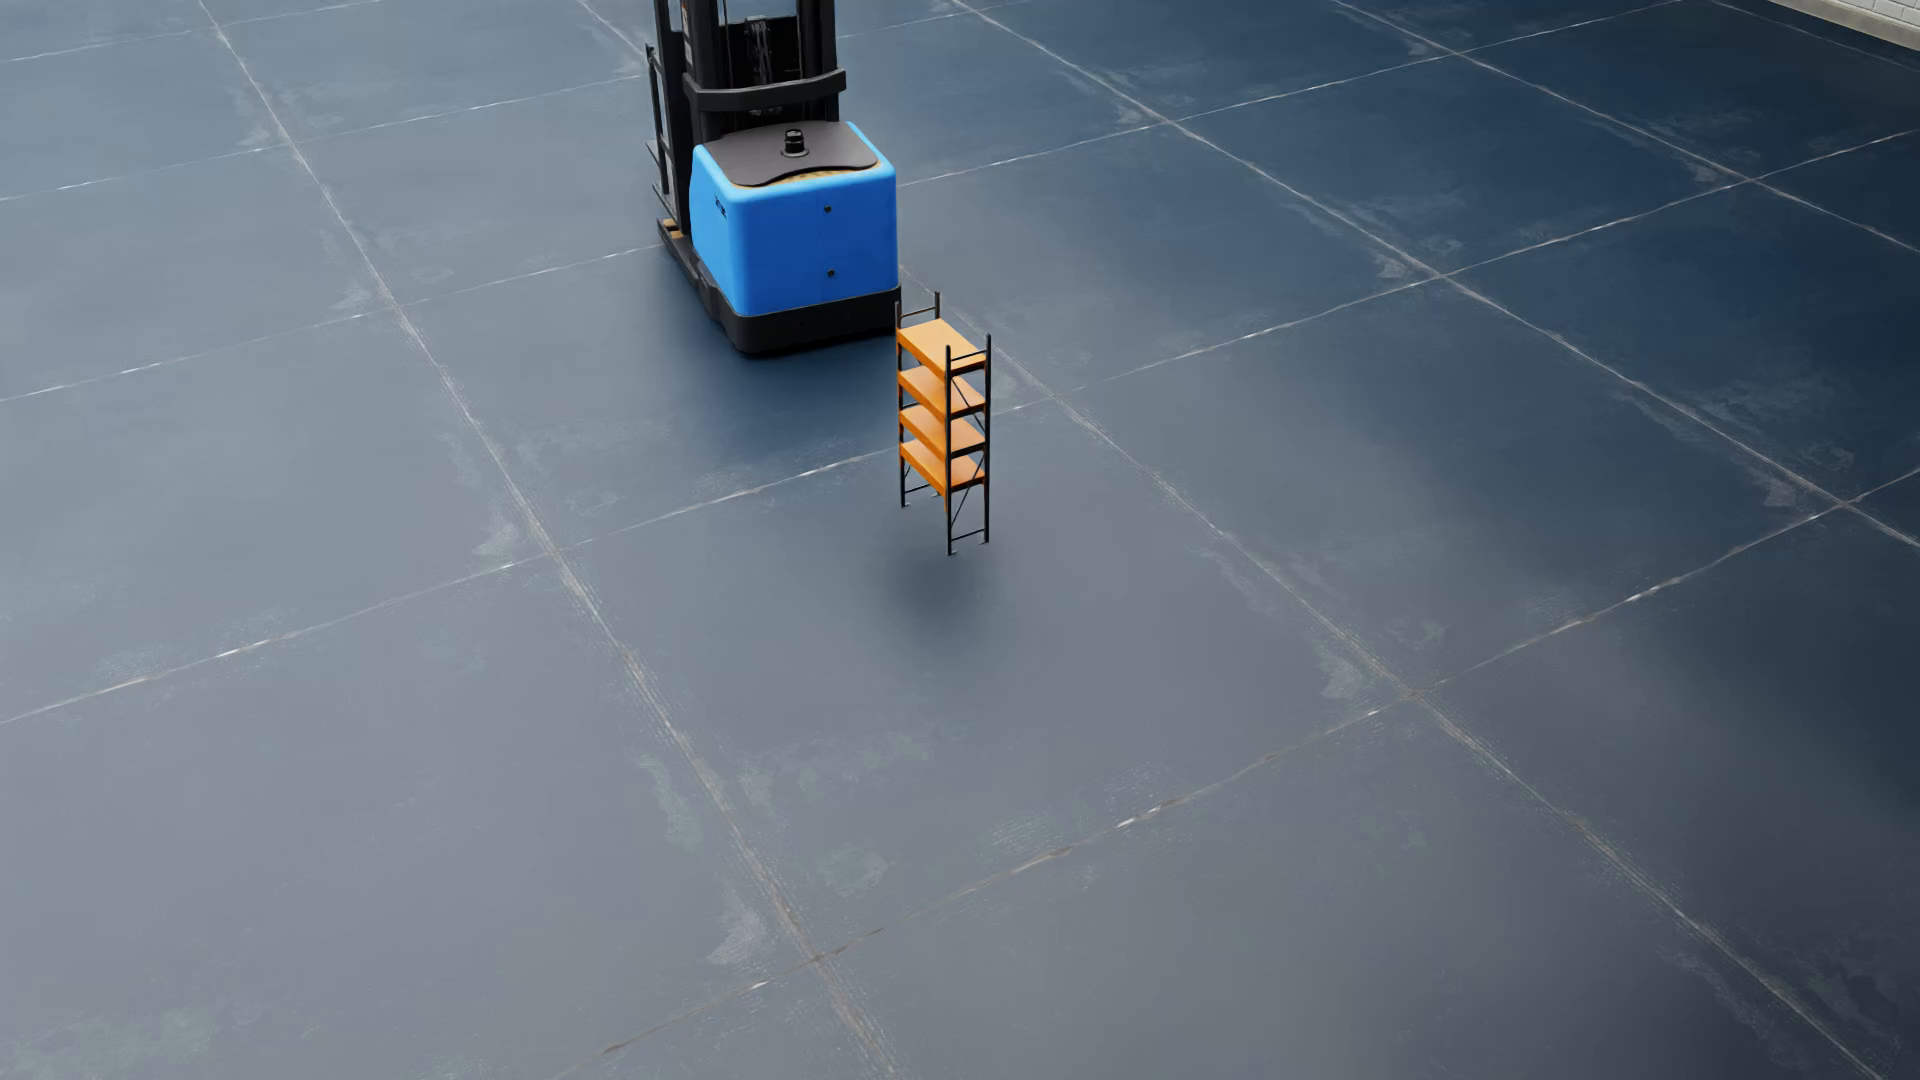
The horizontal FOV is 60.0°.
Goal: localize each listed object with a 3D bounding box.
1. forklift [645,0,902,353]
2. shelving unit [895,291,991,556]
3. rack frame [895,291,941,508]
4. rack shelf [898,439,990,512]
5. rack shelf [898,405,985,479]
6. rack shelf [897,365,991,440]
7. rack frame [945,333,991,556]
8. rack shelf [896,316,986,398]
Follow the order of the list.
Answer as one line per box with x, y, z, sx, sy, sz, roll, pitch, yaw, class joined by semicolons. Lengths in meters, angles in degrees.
-1.389;-3.162;10.322;1.130;2.935;3.031;-14;38;-18;forklift
-0.083;-0.569;8.239;0.258;1.200;0.503;-19;40;-24;shelving unit
-0.206;-0.693;8.409;0.240;1.200;0.015;-19;40;-24;rack frame
-0.083;-0.354;8.396;0.258;0.148;0.480;-19;40;-24;rack shelf
-0.083;-0.515;8.279;0.258;0.148;0.480;-19;40;-24;rack shelf
-0.083;-0.695;8.147;0.258;0.148;0.480;-19;40;-24;rack shelf
0.039;-0.445;8.069;0.240;1.200;0.015;-19;40;-24;rack frame
-0.083;-0.886;8.007;0.258;0.148;0.480;-19;40;-24;rack shelf
